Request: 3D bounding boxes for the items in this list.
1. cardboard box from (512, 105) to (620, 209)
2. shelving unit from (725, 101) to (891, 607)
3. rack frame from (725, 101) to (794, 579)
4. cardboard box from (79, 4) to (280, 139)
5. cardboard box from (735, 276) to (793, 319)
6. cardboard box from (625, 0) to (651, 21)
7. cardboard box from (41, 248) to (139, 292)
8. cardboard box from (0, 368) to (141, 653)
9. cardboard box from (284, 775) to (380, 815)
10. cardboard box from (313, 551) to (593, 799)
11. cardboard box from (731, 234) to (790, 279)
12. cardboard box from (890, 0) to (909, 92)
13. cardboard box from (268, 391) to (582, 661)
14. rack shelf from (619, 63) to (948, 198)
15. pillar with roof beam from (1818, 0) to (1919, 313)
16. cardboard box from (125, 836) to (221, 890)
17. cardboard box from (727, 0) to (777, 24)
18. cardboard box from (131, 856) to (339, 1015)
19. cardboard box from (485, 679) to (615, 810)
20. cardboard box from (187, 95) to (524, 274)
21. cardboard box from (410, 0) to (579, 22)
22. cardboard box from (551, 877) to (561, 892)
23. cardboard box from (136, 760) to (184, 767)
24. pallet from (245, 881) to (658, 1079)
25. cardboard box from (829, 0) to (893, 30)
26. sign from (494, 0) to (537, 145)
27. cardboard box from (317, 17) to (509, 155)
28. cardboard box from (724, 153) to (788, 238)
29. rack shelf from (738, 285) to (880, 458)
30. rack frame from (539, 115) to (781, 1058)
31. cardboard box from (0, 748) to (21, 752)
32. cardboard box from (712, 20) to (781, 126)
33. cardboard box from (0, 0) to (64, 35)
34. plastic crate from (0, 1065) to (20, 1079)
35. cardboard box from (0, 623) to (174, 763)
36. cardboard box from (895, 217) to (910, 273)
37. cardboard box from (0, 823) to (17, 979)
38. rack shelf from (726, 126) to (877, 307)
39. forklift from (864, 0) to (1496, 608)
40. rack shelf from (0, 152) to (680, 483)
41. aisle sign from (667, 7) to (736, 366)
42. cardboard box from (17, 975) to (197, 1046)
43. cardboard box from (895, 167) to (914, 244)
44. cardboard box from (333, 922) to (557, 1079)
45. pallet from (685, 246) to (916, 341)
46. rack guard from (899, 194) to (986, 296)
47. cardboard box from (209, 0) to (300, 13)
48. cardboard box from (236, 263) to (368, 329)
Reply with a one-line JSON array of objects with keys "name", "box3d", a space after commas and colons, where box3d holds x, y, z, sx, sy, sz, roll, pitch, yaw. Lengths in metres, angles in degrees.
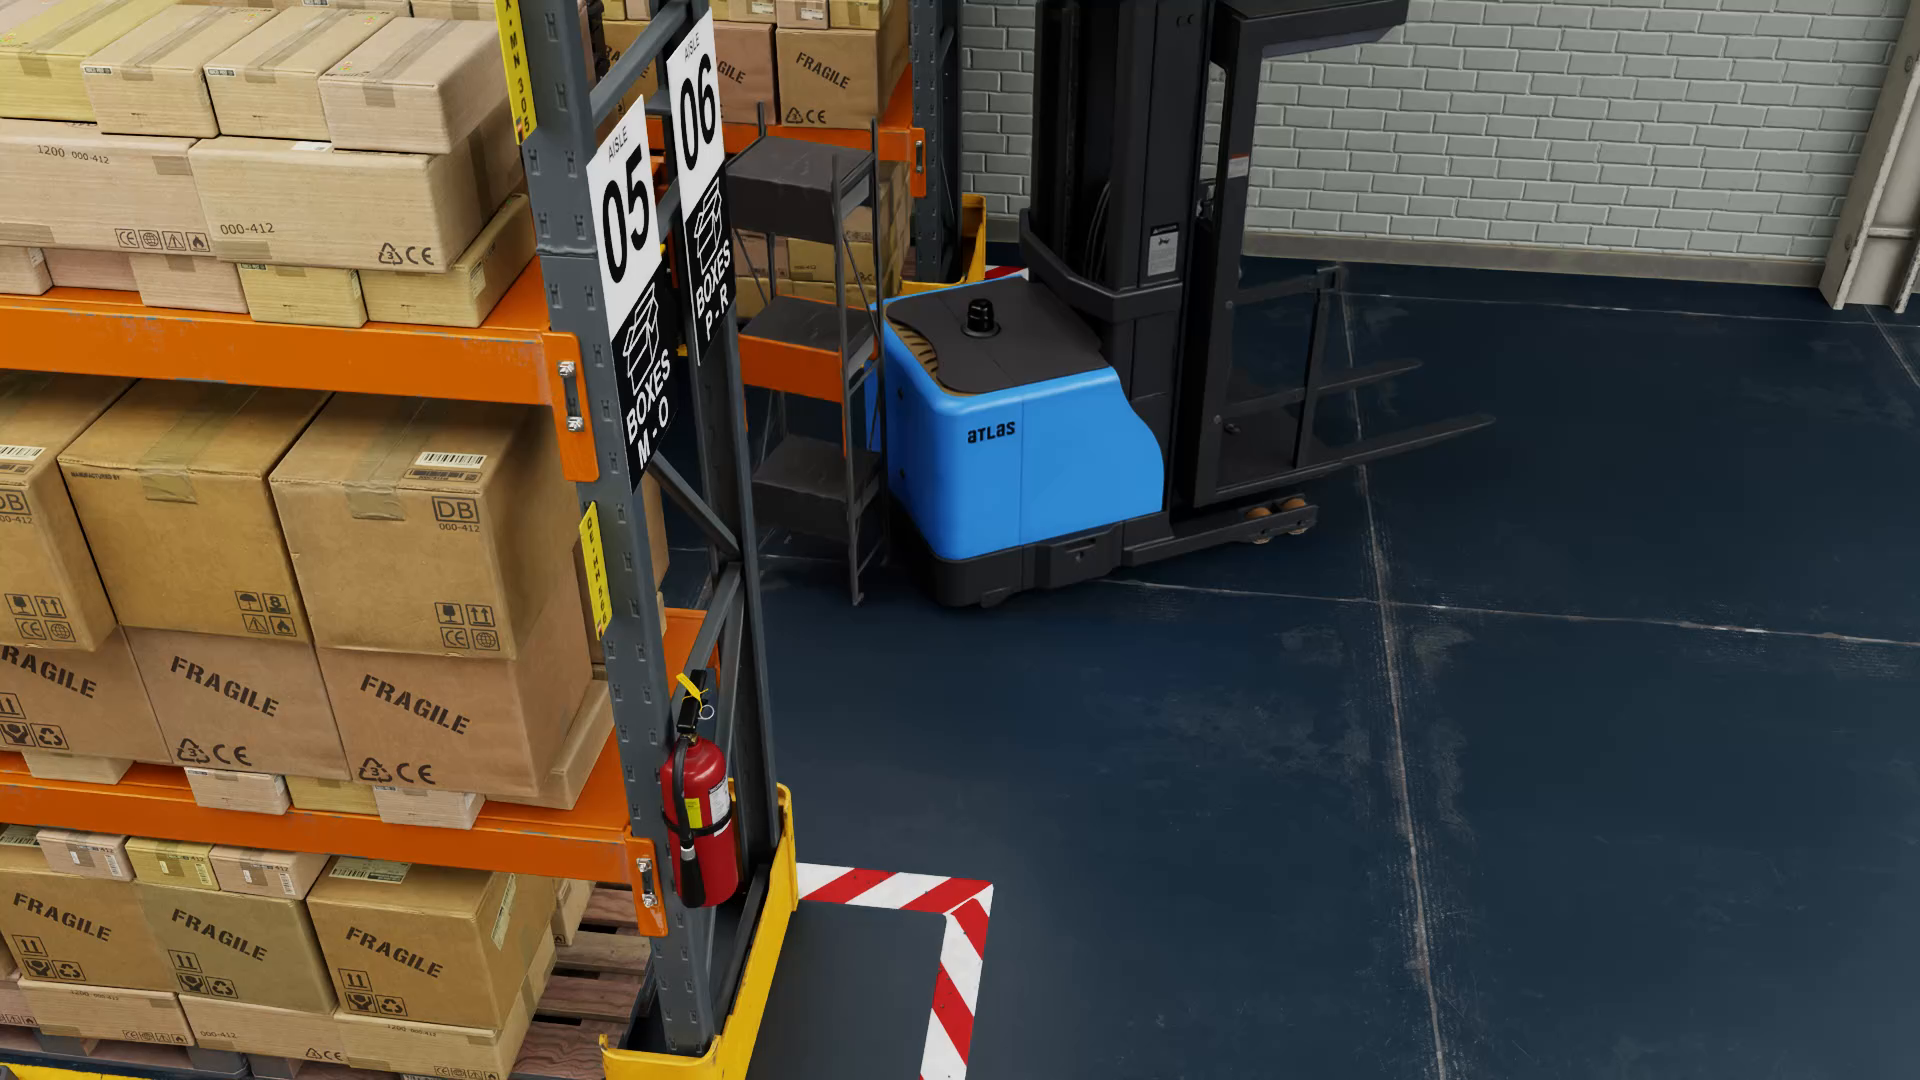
[{"name": "cardboard box", "box3d": [-1.027, -0.975, 4.168, 0.250, 0.149, 0.380, 4, 36, 6]}, {"name": "shelving unit", "box3d": [-0.625, -0.721, 6.952, 0.503, 2.100, 0.431, 12, 37, 17]}, {"name": "rack frame", "box3d": [-0.853, -0.771, 7.023, 0.015, 2.100, 0.400, 12, 37, 17]}, {"name": "cardboard box", "box3d": [-1.619, -0.993, 3.506, 0.250, 0.149, 0.380, 4, 36, 5]}, {"name": "cardboard box", "box3d": [-1.109, -1.452, 9.208, 0.500, 0.250, 0.500, 4, 36, 6]}, {"name": "cardboard box", "box3d": [-1.513, -2.748, 8.374, 0.250, 0.149, 0.380, 3, 36, 4]}, {"name": "cardboard box", "box3d": [-1.882, -0.725, 3.818, 0.250, 0.149, 0.380, 5, 36, 6]}, {"name": "cardboard box", "box3d": [-2.294, -0.146, 4.169, 0.500, 0.500, 0.700, 4, 36, 5]}, {"name": "cardboard box", "box3d": [-1.655, 0.567, 4.590, 0.250, 0.149, 0.380, 4, 36, 5]}, {"name": "cardboard box", "box3d": [-1.313, 0.312, 4.389, 0.500, 0.500, 0.500, 4, 36, 5]}, {"name": "cardboard box", "box3d": [-1.130, -1.660, 9.068, 0.500, 0.250, 0.500, 4, 36, 5]}, {"name": "cardboard box", "box3d": [-0.567, -2.743, 8.925, 0.500, 0.500, 0.500, 5, 36, 7]}, {"name": "cardboard box", "box3d": [-1.274, -0.126, 4.141, 0.500, 0.500, 0.700, 3, 36, 5]}, {"name": "rack shelf", "box3d": [-2.095, -2.360, 9.094, 4.000, 0.370, 1.077, 4, 36, 6]}, {"name": "pillar with roof beam", "box3d": [4.716, -2.593, 3.638, 0.400, 9.000, 9.100, 4, 36, 6]}, {"name": "cardboard box", "box3d": [-2.189, 0.816, 4.826, 0.250, 0.149, 0.380, 5, 36, 7]}, {"name": "cardboard box", "box3d": [-0.997, -2.730, 8.349, 0.250, 0.149, 0.380, 5, 36, 7]}, {"name": "cardboard box", "box3d": [-2.085, 1.052, 5.053, 0.500, 0.500, 0.500, 6, 36, 8]}, {"name": "cardboard box", "box3d": [-1.138, 0.553, 4.609, 0.250, 0.149, 0.380, 5, 36, 8]}, {"name": "cardboard box", "box3d": [-1.281, -0.808, 3.592, 0.500, 0.250, 0.500, 4, 36, 5]}, {"name": "cardboard box", "box3d": [-1.066, -1.232, 3.842, 0.250, 0.149, 0.380, 4, 36, 6]}, {"name": "cardboard box", "box3d": [-1.528, 0.778, 5.438, 0.500, 0.500, 0.500, 3, 36, 4]}, {"name": "cardboard box", "box3d": [-2.150, 0.465, 4.732, 0.250, 0.149, 0.380, 5, 36, 7]}, {"name": "pallet", "box3d": [-1.616, 1.404, 5.601, 1.213, 0.211, 1.003, 4, 36, 6]}, {"name": "cardboard box", "box3d": [-0.491, -2.674, 8.270, 0.250, 0.149, 0.380, 5, 36, 7]}, {"name": "sign", "box3d": [-0.830, -0.908, 3.096, 0.005, 0.325, 0.100, 4, 36, 6]}, {"name": "cardboard box", "box3d": [-1.113, -0.943, 3.437, 0.250, 0.149, 0.380, 5, 36, 6]}, {"name": "cardboard box", "box3d": [-1.115, -1.853, 8.909, 0.500, 0.250, 0.500, 5, 36, 7]}, {"name": "rack shelf", "box3d": [-0.625, -0.710, 6.960, 0.480, 0.518, 0.431, 12, 37, 17]}, {"name": "rack frame", "box3d": [-0.740, 0.355, 4.670, 0.127, 3.000, 1.000, 4, 36, 6]}, {"name": "cardboard box", "box3d": [-2.651, 0.429, 4.784, 0.250, 0.149, 0.380, 4, 36, 6]}, {"name": "cardboard box", "box3d": [-1.146, -2.475, 8.549, 0.500, 0.500, 0.500, 5, 36, 7]}, {"name": "cardboard box", "box3d": [-2.106, -1.063, 3.605, 0.250, 0.149, 0.380, 4, 36, 6]}, {"name": "plastic crate", "box3d": [-3.254, 1.836, 5.108, 0.583, 0.080, 0.402, -7, 36, -10]}, {"name": "cardboard box", "box3d": [-2.305, 0.233, 4.499, 0.500, 0.500, 0.500, 4, 36, 6]}, {"name": "cardboard box", "box3d": [-0.573, -1.706, 9.564, 0.500, 0.250, 0.500, 4, 36, 6]}, {"name": "cardboard box", "box3d": [-3.110, 0.974, 5.164, 0.500, 0.500, 0.500, 6, 36, 8]}, {"name": "rack shelf", "box3d": [-0.625, -1.279, 6.554, 0.480, 0.518, 0.431, 12, 37, 17]}, {"name": "forklift", "box3d": [1.118, -1.445, 7.251, 3.031, 2.935, 1.130, -14, 38, -18]}, {"name": "rack shelf", "box3d": [-2.723, -0.721, 4.215, 4.000, 0.370, 1.077, 4, 36, 6]}, {"name": "aisle sign", "box3d": [-0.639, -0.877, 4.159, 0.004, 0.787, 0.394, 4, 36, 6]}, {"name": "cardboard box", "box3d": [-2.608, 1.320, 5.324, 0.500, 0.250, 0.500, 3, 36, 4]}, {"name": "cardboard box", "box3d": [-0.551, -1.915, 9.426, 0.500, 0.250, 0.500, 5, 36, 7]}, {"name": "cardboard box", "box3d": [-1.599, 1.397, 5.216, 0.500, 0.250, 0.500, 4, 36, 6]}, {"name": "pallet", "box3d": [-0.875, -1.403, 9.534, 1.213, 0.211, 1.003, 4, 36, 6]}, {"name": "rack guard", "box3d": [-0.087, -1.486, 9.402, 0.348, 0.500, 1.175, 4, 36, 6]}, {"name": "cardboard box", "box3d": [-1.558, -1.295, 3.931, 0.250, 0.149, 0.380, 4, 36, 6]}, {"name": "cardboard box", "box3d": [-1.380, -0.628, 3.682, 0.250, 0.149, 0.380, 5, 36, 6]}]
